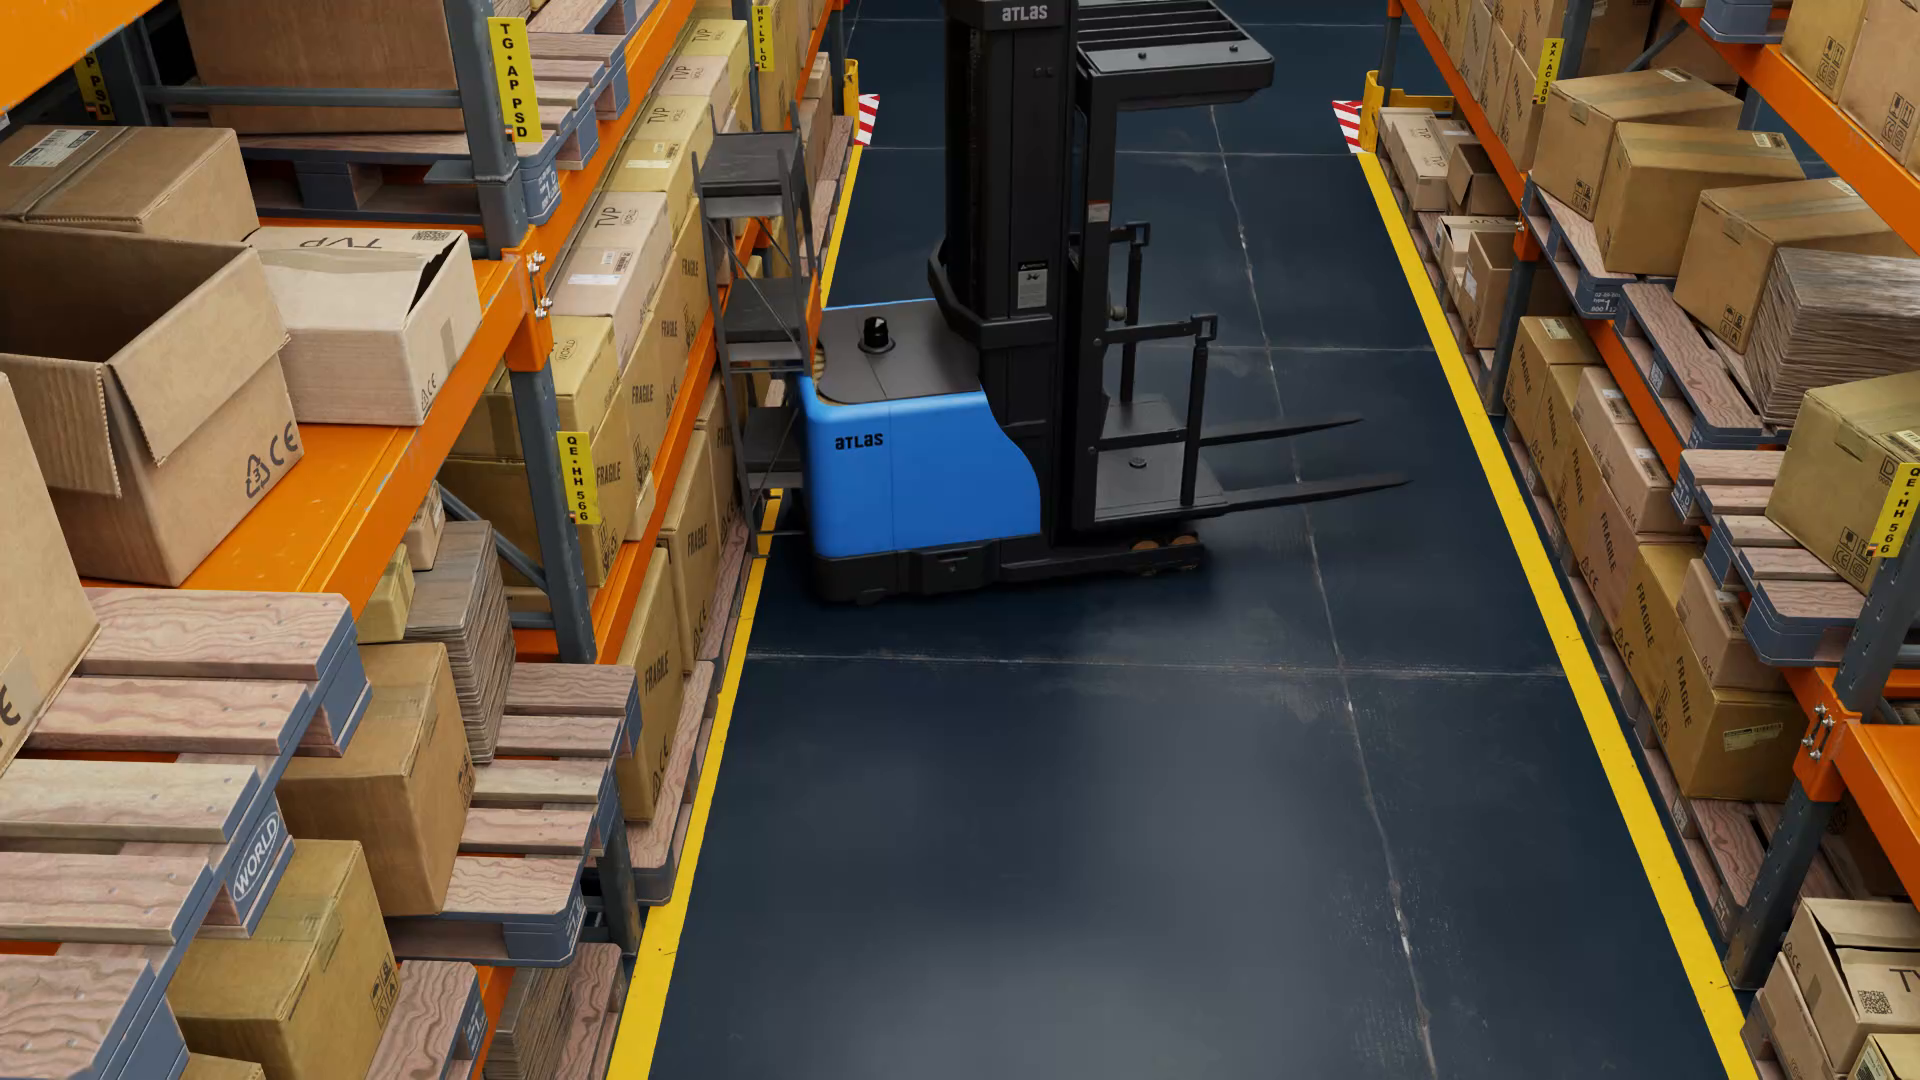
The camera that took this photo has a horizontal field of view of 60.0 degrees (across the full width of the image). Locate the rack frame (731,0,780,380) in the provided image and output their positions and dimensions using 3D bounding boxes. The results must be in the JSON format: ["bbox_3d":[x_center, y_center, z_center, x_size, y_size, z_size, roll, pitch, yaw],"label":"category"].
[{"bbox_3d":[-1.521,-2.046,8.553,1.000,3.000,0.127,1,35,2],"label":"rack frame"}]

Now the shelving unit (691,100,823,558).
[{"bbox_3d":[-0.855,-0.904,7.612,0.431,2.100,0.503,-2,37,3],"label":"shelving unit"}]

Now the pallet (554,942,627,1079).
[{"bbox_3d":[-1.714,1.842,5.446,1.003,0.211,1.213,1,35,2],"label":"pallet"}]

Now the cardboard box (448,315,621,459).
[{"bbox_3d":[-1.404,-0.497,5.333,0.500,0.250,0.500,2,35,3],"label":"cardboard box"}]

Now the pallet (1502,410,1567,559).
[{"bbox_3d":[3.434,-0.325,8.529,1.003,0.211,1.213,1,35,2],"label":"pallet"}]

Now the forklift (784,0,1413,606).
[{"bbox_3d":[0.709,-1.320,7.579,3.031,2.935,1.130,-7,36,-10],"label":"forklift"}]

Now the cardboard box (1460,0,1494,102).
[{"bbox_3d":[3.230,-2.859,9.623,0.500,0.500,0.500,2,35,3],"label":"cardboard box"}]

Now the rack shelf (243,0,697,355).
[{"bbox_3d":[-1.601,-1.830,6.262,1.077,0.370,4.000,1,35,2],"label":"rack shelf"}]

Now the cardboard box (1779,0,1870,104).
[{"bbox_3d":[3.294,-1.747,5.431,0.910,0.500,0.500,1,35,2],"label":"cardboard box"}]

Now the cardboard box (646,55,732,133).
[{"bbox_3d":[-1.314,-1.956,7.409,0.500,0.250,0.500,2,35,3],"label":"cardboard box"}]

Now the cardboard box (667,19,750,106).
[{"bbox_3d":[-1.284,-2.249,7.827,0.500,0.250,0.500,2,35,3],"label":"cardboard box"}]

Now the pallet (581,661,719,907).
[{"bbox_3d":[-1.574,0.942,6.727,1.003,0.211,1.213,1,35,2],"label":"pallet"}]

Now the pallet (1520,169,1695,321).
[{"bbox_3d":[3.288,-1.399,7.798,1.003,0.211,1.213,1,35,2],"label":"pallet"}]

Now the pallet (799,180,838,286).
[{"bbox_3d":[-1.366,-2.043,10.974,1.003,0.211,1.213,1,35,2],"label":"pallet"}]

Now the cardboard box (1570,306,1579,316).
[{"bbox_3d":[3.662,-1.250,9.376,0.500,0.311,0.500,1,35,2],"label":"cardboard box"}]

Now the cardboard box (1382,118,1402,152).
[{"bbox_3d":[3.220,-2.877,11.816,0.380,0.166,0.250,1,35,2],"label":"cardboard box"}]

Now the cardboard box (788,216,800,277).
[{"bbox_3d":[-1.365,-1.911,10.169,0.700,0.500,0.500,1,35,1],"label":"cardboard box"}]

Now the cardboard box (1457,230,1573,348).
[{"bbox_3d":[3.169,-1.425,9.460,0.500,0.500,0.500,1,35,2],"label":"cardboard box"}]

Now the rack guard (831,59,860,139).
[{"bbox_3d":[-1.359,-3.335,12.561,1.175,0.500,0.348,1,35,2],"label":"rack guard"}]

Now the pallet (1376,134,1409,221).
[{"bbox_3d":[3.556,-2.589,11.751,1.003,0.211,1.213,1,35,2],"label":"pallet"}]

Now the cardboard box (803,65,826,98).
[{"bbox_3d":[-1.121,-3.129,11.339,0.380,0.149,0.250,2,35,3],"label":"cardboard box"}]

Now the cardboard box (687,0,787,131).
[{"bbox_3d":[-1.483,-2.480,8.909,0.980,0.700,0.700,2,35,3],"label":"cardboard box"}]

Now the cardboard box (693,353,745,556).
[{"bbox_3d":[-1.450,-0.451,7.788,0.750,0.750,0.750,2,35,3],"label":"cardboard box"}]

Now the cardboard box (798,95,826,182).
[{"bbox_3d":[-1.308,-2.801,11.436,0.700,0.500,0.500,1,35,2],"label":"cardboard box"}]

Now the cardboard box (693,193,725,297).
[{"bbox_3d":[-1.327,-1.364,7.219,0.500,0.500,0.500,1,35,2],"label":"cardboard box"}]

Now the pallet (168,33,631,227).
[{"bbox_3d":[-1.709,-1.269,5.003,1.213,0.211,1.003,3,35,4],"label":"pallet"}]

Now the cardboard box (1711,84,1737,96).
[{"bbox_3d":[3.722,-2.261,8.772,0.500,0.500,0.500,2,35,3],"label":"cardboard box"}]

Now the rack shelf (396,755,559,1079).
[{"bbox_3d":[-1.762,1.695,3.855,1.077,0.370,4.000,1,35,2],"label":"rack shelf"}]

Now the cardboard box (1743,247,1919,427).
[{"bbox_3d":[3.409,-0.734,6.233,0.700,0.500,0.500,8,36,11],"label":"cardboard box"}]

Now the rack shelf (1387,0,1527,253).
[{"bbox_3d":[3.509,-2.789,10.235,1.077,0.370,4.000,1,35,2],"label":"rack shelf"}]

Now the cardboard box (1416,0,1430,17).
[{"bbox_3d":[3.293,-3.728,10.858,0.500,0.500,0.500,1,35,1],"label":"cardboard box"}]

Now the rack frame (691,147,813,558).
[{"bbox_3d":[-0.860,-0.756,7.418,0.400,2.100,0.015,-2,37,3],"label":"rack frame"}]

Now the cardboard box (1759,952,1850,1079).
[{"bbox_3d":[2.954,1.612,5.374,0.500,0.250,0.500,1,35,2],"label":"cardboard box"}]

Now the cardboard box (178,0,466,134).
[{"bbox_3d":[-1.720,-1.471,4.656,0.700,0.500,0.500,-1,35,-2],"label":"cardboard box"}]

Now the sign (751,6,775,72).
[{"bbox_3d":[-0.978,-2.480,8.233,0.100,0.325,0.005,1,35,2],"label":"sign"}]

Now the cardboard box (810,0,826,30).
[{"bbox_3d":[-1.389,-3.755,10.724,0.980,0.700,0.700,1,35,2],"label":"cardboard box"}]

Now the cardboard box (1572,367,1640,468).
[{"bbox_3d":[3.126,-0.551,7.565,0.500,0.250,0.500,1,35,2],"label":"cardboard box"}]

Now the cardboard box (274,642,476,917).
[{"bbox_3d":[-1.686,0.623,4.285,0.700,0.500,0.500,-2,35,-3],"label":"cardboard box"}]

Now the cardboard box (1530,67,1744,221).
[{"bbox_3d":[3.187,-1.880,7.864,0.700,0.500,0.500,-10,36,-14],"label":"cardboard box"}]

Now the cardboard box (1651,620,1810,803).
[{"bbox_3d":[3.071,0.664,6.487,0.500,0.500,0.500,3,35,4],"label":"cardboard box"}]

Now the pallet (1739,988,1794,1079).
[{"bbox_3d":[3.196,1.977,5.253,1.003,0.211,1.213,1,35,2],"label":"pallet"}]

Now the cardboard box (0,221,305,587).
[{"bbox_3d":[-1.826,-0.283,3.328,0.797,0.503,0.637,6,36,9],"label":"cardboard box"}]

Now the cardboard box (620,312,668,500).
[{"bbox_3d":[-1.376,-0.493,5.979,0.500,0.500,0.500,2,35,3],"label":"cardboard box"}]

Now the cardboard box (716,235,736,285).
[{"bbox_3d":[-1.245,-1.304,7.698,0.380,0.149,0.250,1,35,2],"label":"cardboard box"}]

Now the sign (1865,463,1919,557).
[{"bbox_3d":[2.726,-0.084,4.823,0.100,0.325,0.005,1,35,2],"label":"sign"}]

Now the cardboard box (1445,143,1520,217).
[{"bbox_3d":[3.499,-2.172,10.520,0.797,0.503,0.637,1,35,2],"label":"cardboard box"}]

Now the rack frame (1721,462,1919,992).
[{"bbox_3d":[3.268,0.364,5.123,1.000,3.000,0.127,1,35,2],"label":"rack frame"}]

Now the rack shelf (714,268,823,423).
[{"bbox_3d":[-0.854,-0.893,7.620,0.431,0.518,0.480,-2,37,3],"label":"rack shelf"}]

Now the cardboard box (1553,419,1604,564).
[{"bbox_3d":[3.128,-0.225,7.753,0.500,0.500,0.500,2,35,2],"label":"cardboard box"}]

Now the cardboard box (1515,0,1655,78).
[{"bbox_3d":[3.191,-2.680,8.499,0.500,0.500,0.500,2,35,2],"label":"cardboard box"}]

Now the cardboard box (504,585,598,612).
[{"bbox_3d":[-1.437,0.163,5.611,0.380,0.149,0.250,1,35,1],"label":"cardboard box"}]

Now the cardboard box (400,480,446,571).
[{"bbox_3d":[-1.665,-0.035,4.658,0.380,0.149,0.250,-3,35,-4],"label":"cardboard box"}]
